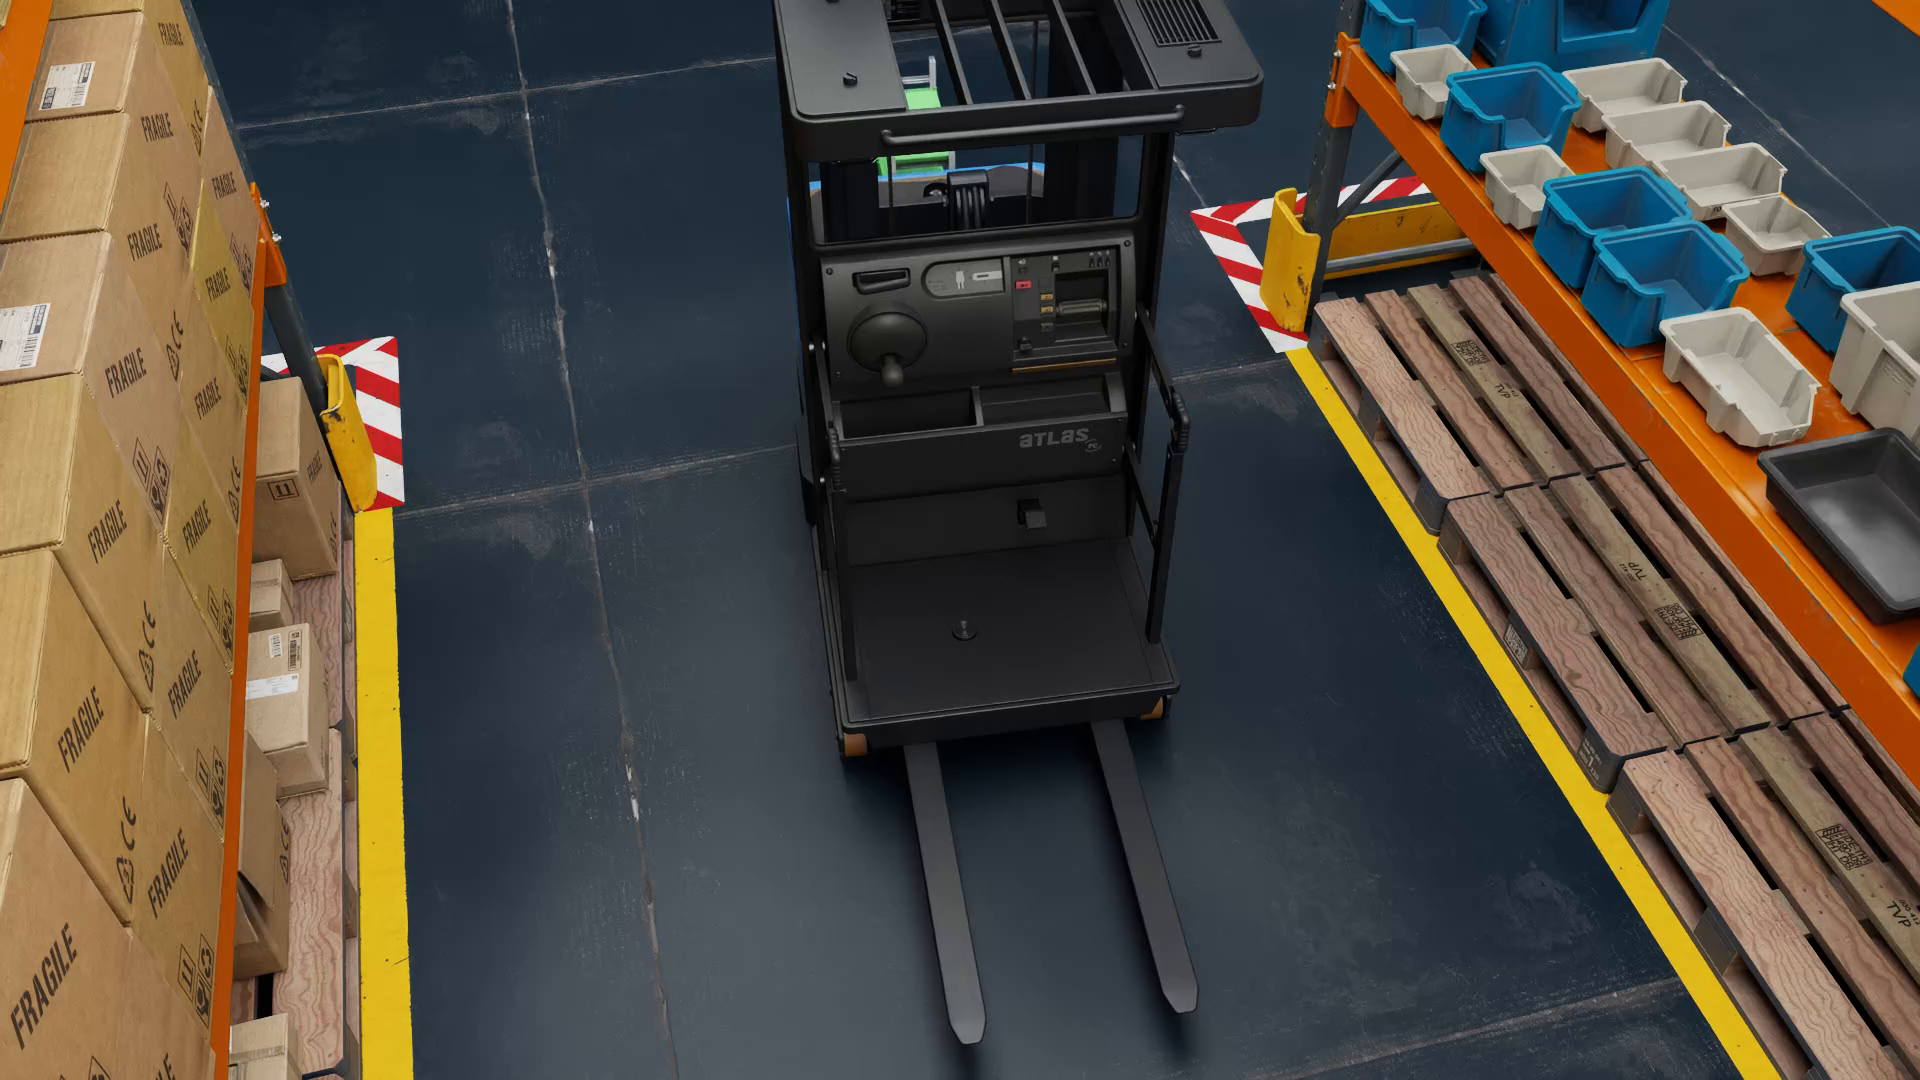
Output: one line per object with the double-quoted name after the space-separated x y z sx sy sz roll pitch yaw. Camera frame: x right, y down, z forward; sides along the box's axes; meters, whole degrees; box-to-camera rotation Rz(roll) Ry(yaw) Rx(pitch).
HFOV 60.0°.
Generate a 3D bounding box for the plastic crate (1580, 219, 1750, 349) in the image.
2.087 -0.754 4.963 0.416 0.233 0.300 -11 47 -10 "plastic crate"

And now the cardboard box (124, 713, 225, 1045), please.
-1.838 0.737 3.357 0.500 0.500 0.500 -10 46 -10 "cardboard box"

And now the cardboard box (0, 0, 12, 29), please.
-2.216 -1.236 3.366 0.500 0.250 0.500 -11 47 -10 "cardboard box"

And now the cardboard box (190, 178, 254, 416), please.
-2.347 -0.653 4.720 0.500 0.500 0.500 -10 46 -10 "cardboard box"

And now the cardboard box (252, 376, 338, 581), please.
-2.483 -0.184 5.772 0.500 0.500 0.500 -11 47 -10 "cardboard box"

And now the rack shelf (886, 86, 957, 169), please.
-0.177 -1.528 6.324 0.258 0.148 0.480 -6 46 -6 "rack shelf"

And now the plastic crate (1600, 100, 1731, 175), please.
2.373 -1.334 5.600 0.396 0.136 0.243 -11 47 -10 "plastic crate"

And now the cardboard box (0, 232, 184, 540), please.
-2.082 -0.303 3.676 0.500 0.500 0.500 -9 46 -9 "cardboard box"

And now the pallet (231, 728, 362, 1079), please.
-2.327 1.185 4.941 1.003 0.211 1.213 -11 47 -10 "pallet"

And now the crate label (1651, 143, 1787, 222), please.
2.467 -1.146 5.416 0.396 0.136 0.243 -11 47 -10 "crate label"

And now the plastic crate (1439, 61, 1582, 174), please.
1.842 -1.415 5.612 0.416 0.233 0.300 -11 47 -10 "plastic crate"

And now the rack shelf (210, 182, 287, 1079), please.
-2.349 0.398 4.264 1.077 0.370 4.000 -11 47 -10 "rack shelf"

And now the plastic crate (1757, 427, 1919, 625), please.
2.406 -0.025 4.325 0.437 0.125 0.590 -11 47 -10 "plastic crate"

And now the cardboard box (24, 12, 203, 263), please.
-2.351 -1.014 4.374 0.500 0.500 0.500 -10 46 -9 "cardboard box"

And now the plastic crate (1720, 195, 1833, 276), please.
2.561 -0.945 5.219 0.298 0.136 0.250 -11 47 -10 "plastic crate"

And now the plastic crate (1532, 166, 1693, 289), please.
2.011 -0.961 5.166 0.416 0.233 0.300 -11 47 -10 "plastic crate"

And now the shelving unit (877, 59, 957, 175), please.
-0.177 -1.236 6.622 0.258 1.200 0.503 -6 46 -6 "shelving unit"

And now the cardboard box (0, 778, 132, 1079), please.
-1.685 0.765 2.630 0.500 0.500 0.500 -10 46 -9 "cardboard box"

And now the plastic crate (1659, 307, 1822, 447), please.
2.216 -0.452 4.736 0.293 0.136 0.466 -11 47 -10 "plastic crate"

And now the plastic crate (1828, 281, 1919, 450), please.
2.740 -0.444 4.626 0.437 0.282 0.530 -11 47 -10 "plastic crate"

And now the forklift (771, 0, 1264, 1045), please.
0.097 -0.586 4.772 1.130 2.935 3.031 -6 46 -6 "forklift"

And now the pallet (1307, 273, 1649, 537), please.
2.102 -0.586 6.676 1.003 0.211 1.213 -11 47 -10 "pallet"

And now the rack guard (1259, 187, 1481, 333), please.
1.910 -1.277 7.152 1.175 0.500 0.348 -11 47 -10 "rack guard"

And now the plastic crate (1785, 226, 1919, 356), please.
2.702 -0.729 4.940 0.416 0.233 0.300 -11 47 -10 "plastic crate"

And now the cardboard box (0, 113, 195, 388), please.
-2.214 -0.657 4.024 0.500 0.500 0.500 -10 46 -9 "cardboard box"

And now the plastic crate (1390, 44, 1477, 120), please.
1.676 -1.599 5.860 0.250 0.136 0.298 -11 47 -10 "plastic crate"

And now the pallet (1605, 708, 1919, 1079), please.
2.727 1.099 5.025 1.003 0.211 1.213 -11 47 -10 "pallet"

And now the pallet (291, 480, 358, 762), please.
-2.636 0.344 5.765 1.003 0.211 1.213 -11 47 -10 "pallet"

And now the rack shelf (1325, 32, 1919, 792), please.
2.441 -0.505 5.149 1.077 0.370 4.000 -11 47 -10 "rack shelf"

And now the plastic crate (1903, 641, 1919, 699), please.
2.503 0.348 3.778 0.392 0.384 0.575 -11 47 -10 "plastic crate"

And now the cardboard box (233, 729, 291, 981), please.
-2.323 0.950 4.658 0.797 0.503 0.637 -11 47 -10 "cardboard box"

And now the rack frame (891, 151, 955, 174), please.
-0.139 -1.064 6.453 0.240 1.200 0.015 -6 46 -6 "rack frame"

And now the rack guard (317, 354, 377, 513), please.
-2.841 -0.308 6.201 1.175 0.500 0.348 -11 47 -10 "rack guard"

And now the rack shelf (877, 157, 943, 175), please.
-0.177 -1.360 6.496 0.258 0.148 0.480 -6 46 -6 "rack shelf"

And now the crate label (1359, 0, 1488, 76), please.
1.673 -1.870 6.057 0.416 0.233 0.303 -11 47 -10 "crate label"

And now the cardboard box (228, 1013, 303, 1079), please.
-1.966 1.440 4.415 0.380 0.166 0.250 -11 47 -10 "cardboard box"

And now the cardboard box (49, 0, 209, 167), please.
-2.481 -1.363 4.715 0.500 0.500 0.500 -11 47 -11 "cardboard box"

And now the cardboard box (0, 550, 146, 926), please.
-1.818 0.409 2.979 0.500 0.500 0.500 -12 47 -12 "cardboard box"

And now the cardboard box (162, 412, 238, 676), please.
-2.095 0.040 4.040 0.500 0.500 0.500 -11 47 -11 "cardboard box"

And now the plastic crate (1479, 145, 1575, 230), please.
1.849 -1.131 5.401 0.250 0.136 0.298 -11 47 -10 "plastic crate"

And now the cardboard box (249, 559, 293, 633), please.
-2.467 0.229 5.601 0.380 0.166 0.250 -11 47 -10 "cardboard box"

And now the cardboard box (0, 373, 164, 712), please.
-1.949 0.054 3.327 0.500 0.500 0.500 -12 47 -11 "cardboard box"

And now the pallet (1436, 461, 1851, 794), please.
2.411 0.255 5.852 1.003 0.211 1.213 -11 47 -10 "pallet"

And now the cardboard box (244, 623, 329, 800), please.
-2.269 0.565 5.213 0.500 0.250 0.500 -11 47 -10 "cardboard box"

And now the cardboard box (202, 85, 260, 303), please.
-2.483 -1.010 5.070 0.500 0.500 0.500 -9 46 -9 "cardboard box"

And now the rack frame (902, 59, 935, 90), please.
-0.215 -1.409 6.790 0.240 1.200 0.015 -6 46 -6 "rack frame"

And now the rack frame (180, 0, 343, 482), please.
-2.861 -1.235 5.360 1.000 3.000 0.127 -11 47 -10 "rack frame"

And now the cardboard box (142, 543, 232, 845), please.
-1.964 0.391 3.696 0.500 0.500 0.500 -11 47 -11 "cardboard box"

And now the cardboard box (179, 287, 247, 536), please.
-2.224 -0.307 4.381 0.500 0.500 0.500 -10 46 -10 "cardboard box"

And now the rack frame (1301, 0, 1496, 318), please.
1.929 -2.138 6.245 1.000 3.000 0.127 -11 47 -10 "rack frame"

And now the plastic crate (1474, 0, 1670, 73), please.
2.195 -1.974 6.018 0.616 0.435 0.499 -11 47 -10 "plastic crate"

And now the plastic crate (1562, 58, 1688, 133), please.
2.312 -1.537 5.798 0.396 0.136 0.243 -11 47 -10 "plastic crate"

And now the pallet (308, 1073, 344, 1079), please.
-2.012 2.028 4.114 1.003 0.211 1.213 -11 47 -10 "pallet"

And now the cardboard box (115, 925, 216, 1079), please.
-1.704 1.090 3.012 0.500 0.500 0.500 -10 46 -9 "cardboard box"
